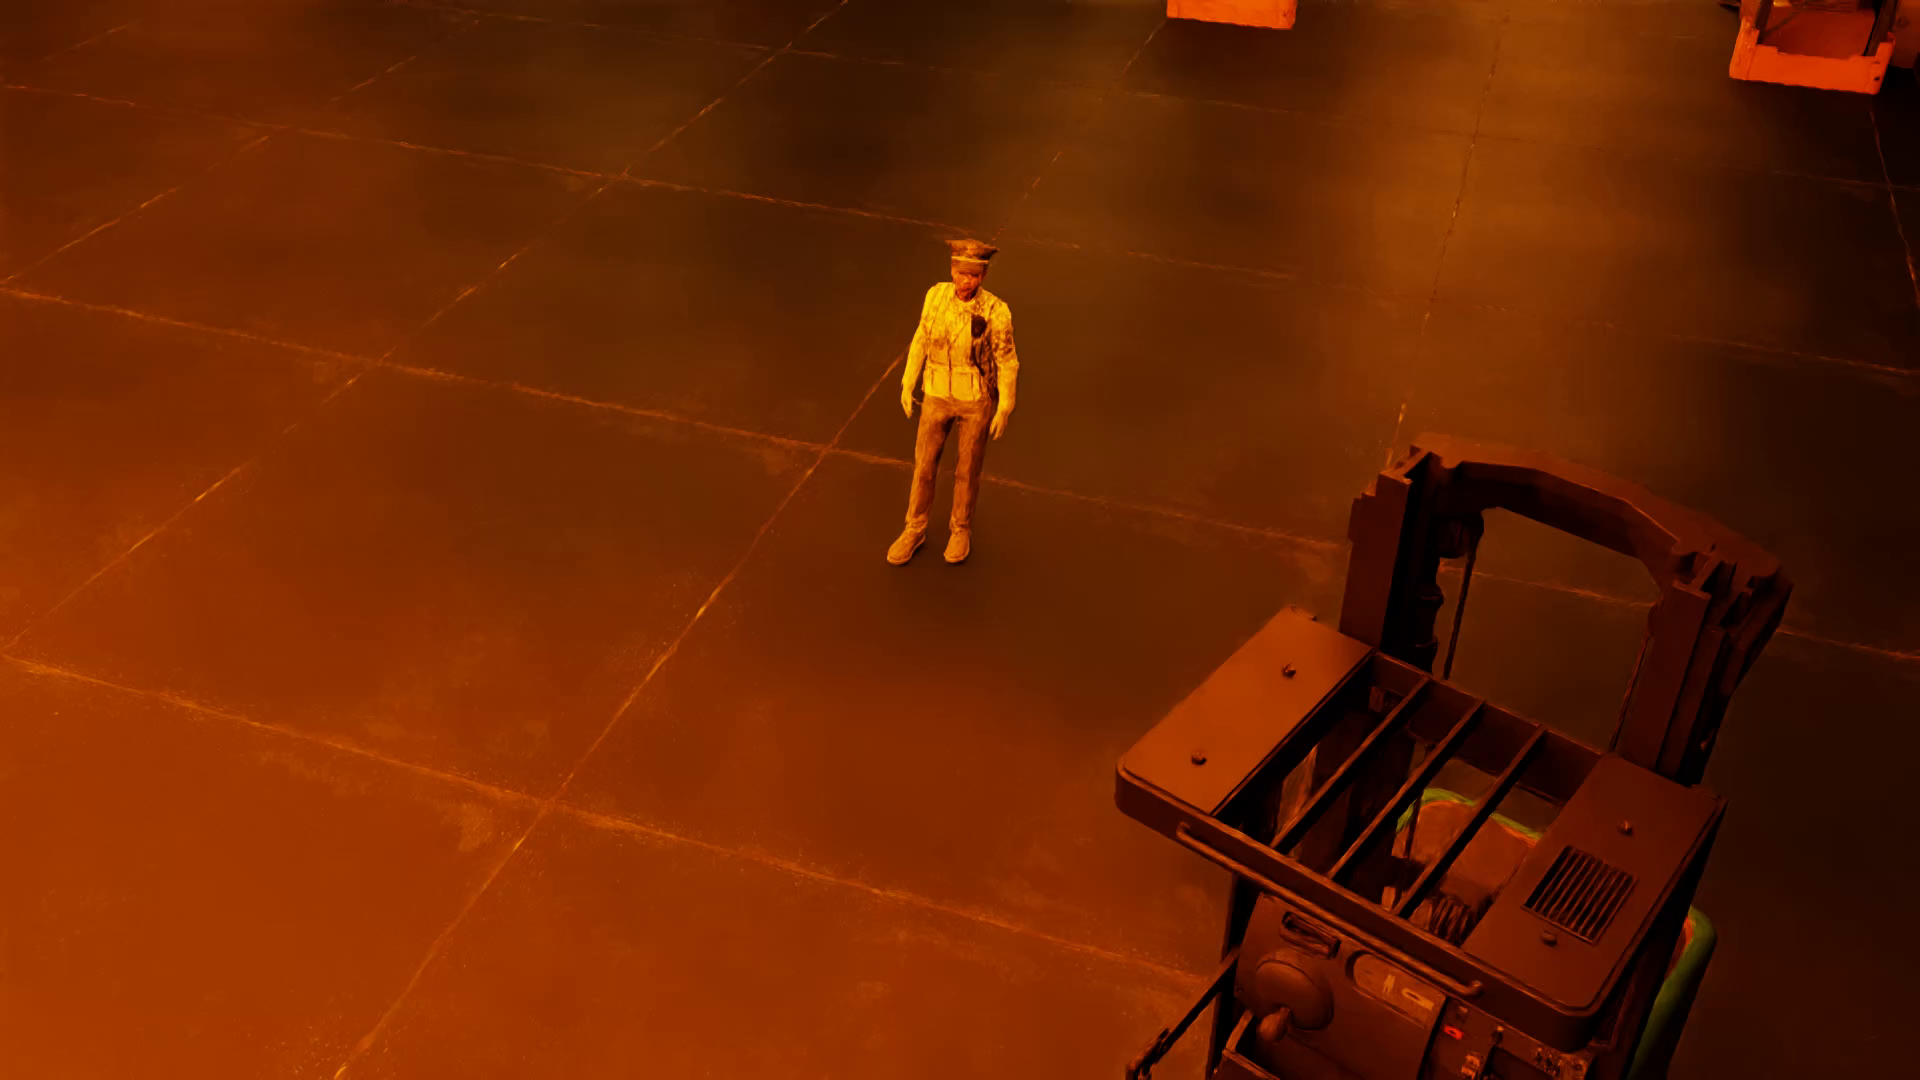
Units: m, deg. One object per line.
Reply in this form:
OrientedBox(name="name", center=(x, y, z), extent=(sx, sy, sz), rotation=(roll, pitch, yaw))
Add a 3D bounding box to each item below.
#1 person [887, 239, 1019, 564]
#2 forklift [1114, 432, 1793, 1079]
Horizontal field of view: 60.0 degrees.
OrientedBox(name="person", center=(-0.029, -0.662, 8.101), extent=(0.586, 1.695, 0.532), rotation=(12, 37, 16))
OrientedBox(name="forklift", center=(1.034, 1.328, 4.237), extent=(1.130, 2.935, 3.031), rotation=(25, 43, 31))
